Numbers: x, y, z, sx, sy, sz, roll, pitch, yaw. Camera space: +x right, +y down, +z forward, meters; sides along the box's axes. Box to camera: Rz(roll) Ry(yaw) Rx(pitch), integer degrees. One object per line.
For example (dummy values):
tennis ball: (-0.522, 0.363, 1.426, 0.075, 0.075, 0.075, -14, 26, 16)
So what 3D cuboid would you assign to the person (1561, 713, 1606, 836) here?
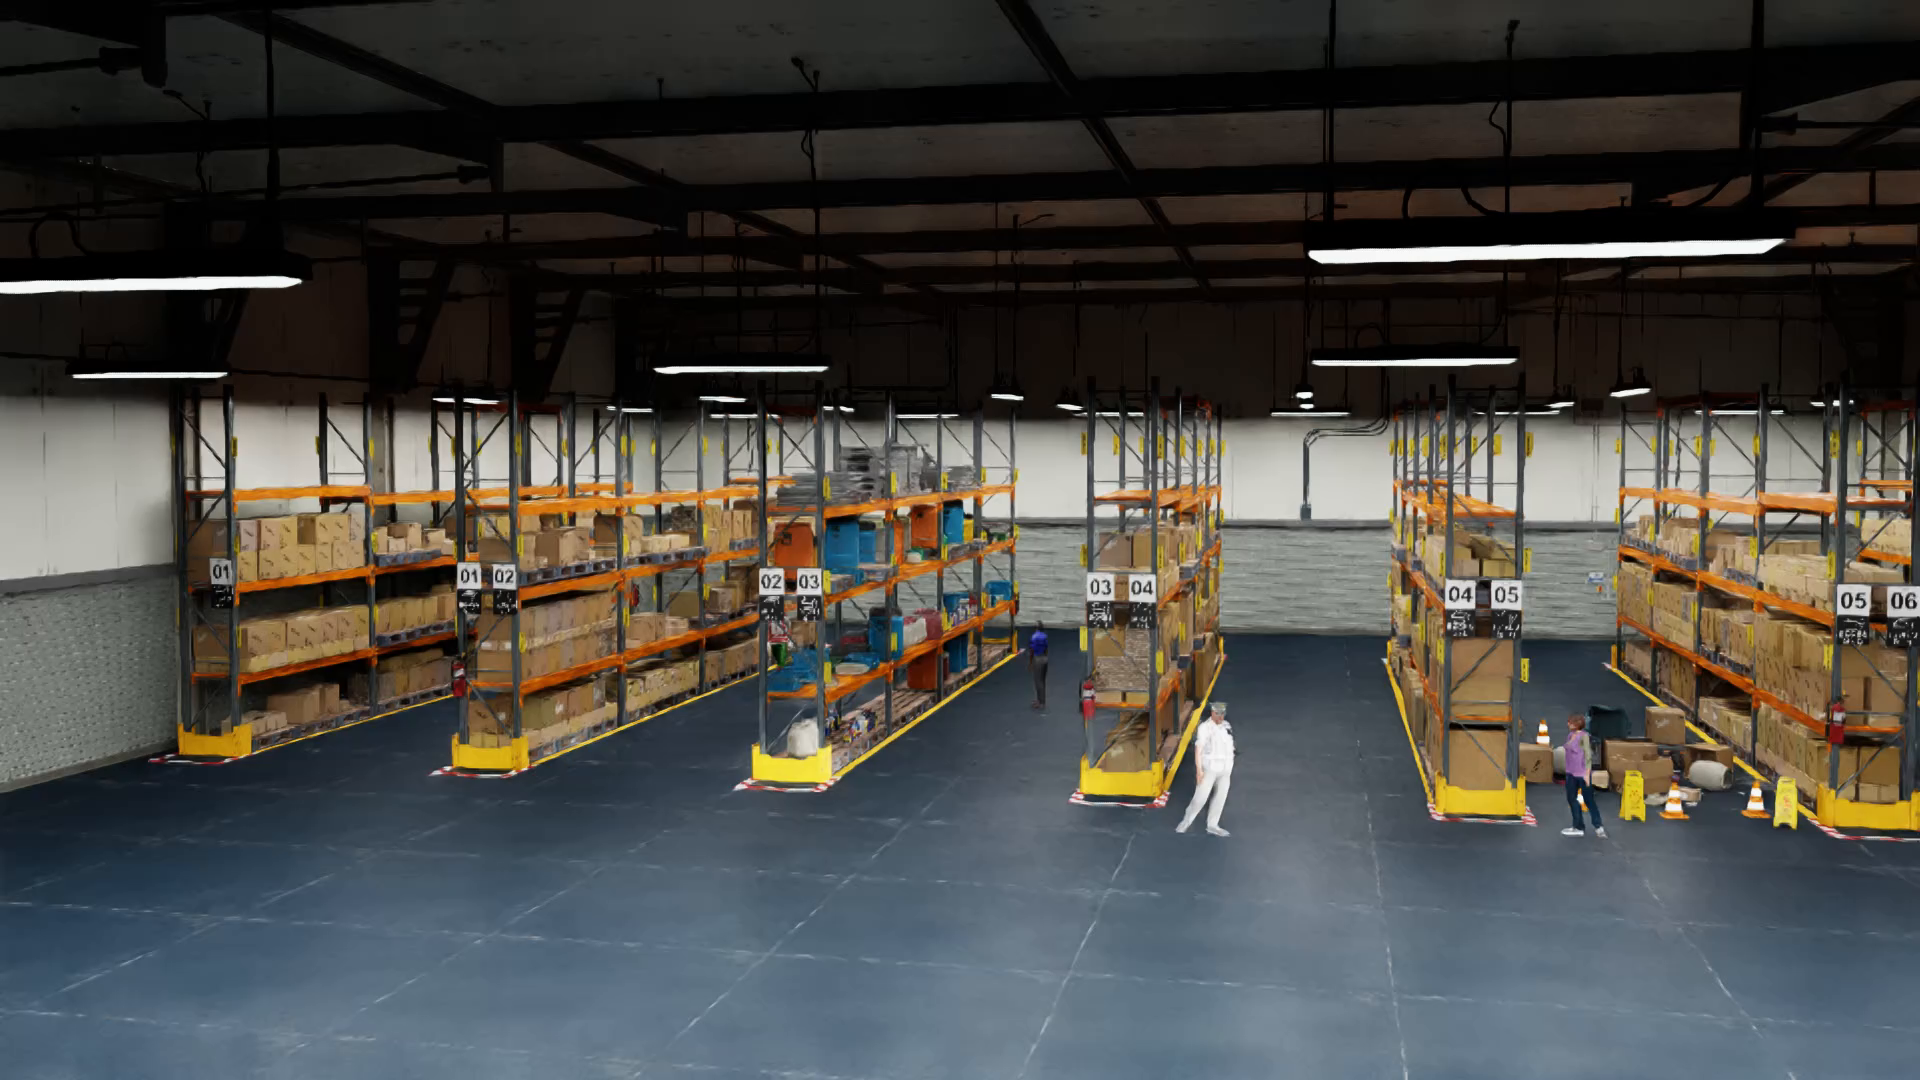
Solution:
person: (8.044, 3.016, 21.420, 0.485, 1.590, 0.512, -1, 3, -13)

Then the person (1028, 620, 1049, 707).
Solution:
person: (1.513, 2.375, 32.107, 0.528, 1.645, 0.531, 3, 4, 40)

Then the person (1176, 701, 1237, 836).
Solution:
person: (3.171, 2.932, 21.395, 0.727, 1.741, 0.551, -2, 4, -28)

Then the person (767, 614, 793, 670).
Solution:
person: (-3.859, 2.159, 35.200, 0.553, 1.705, 1.105, 1, 3, 14)
